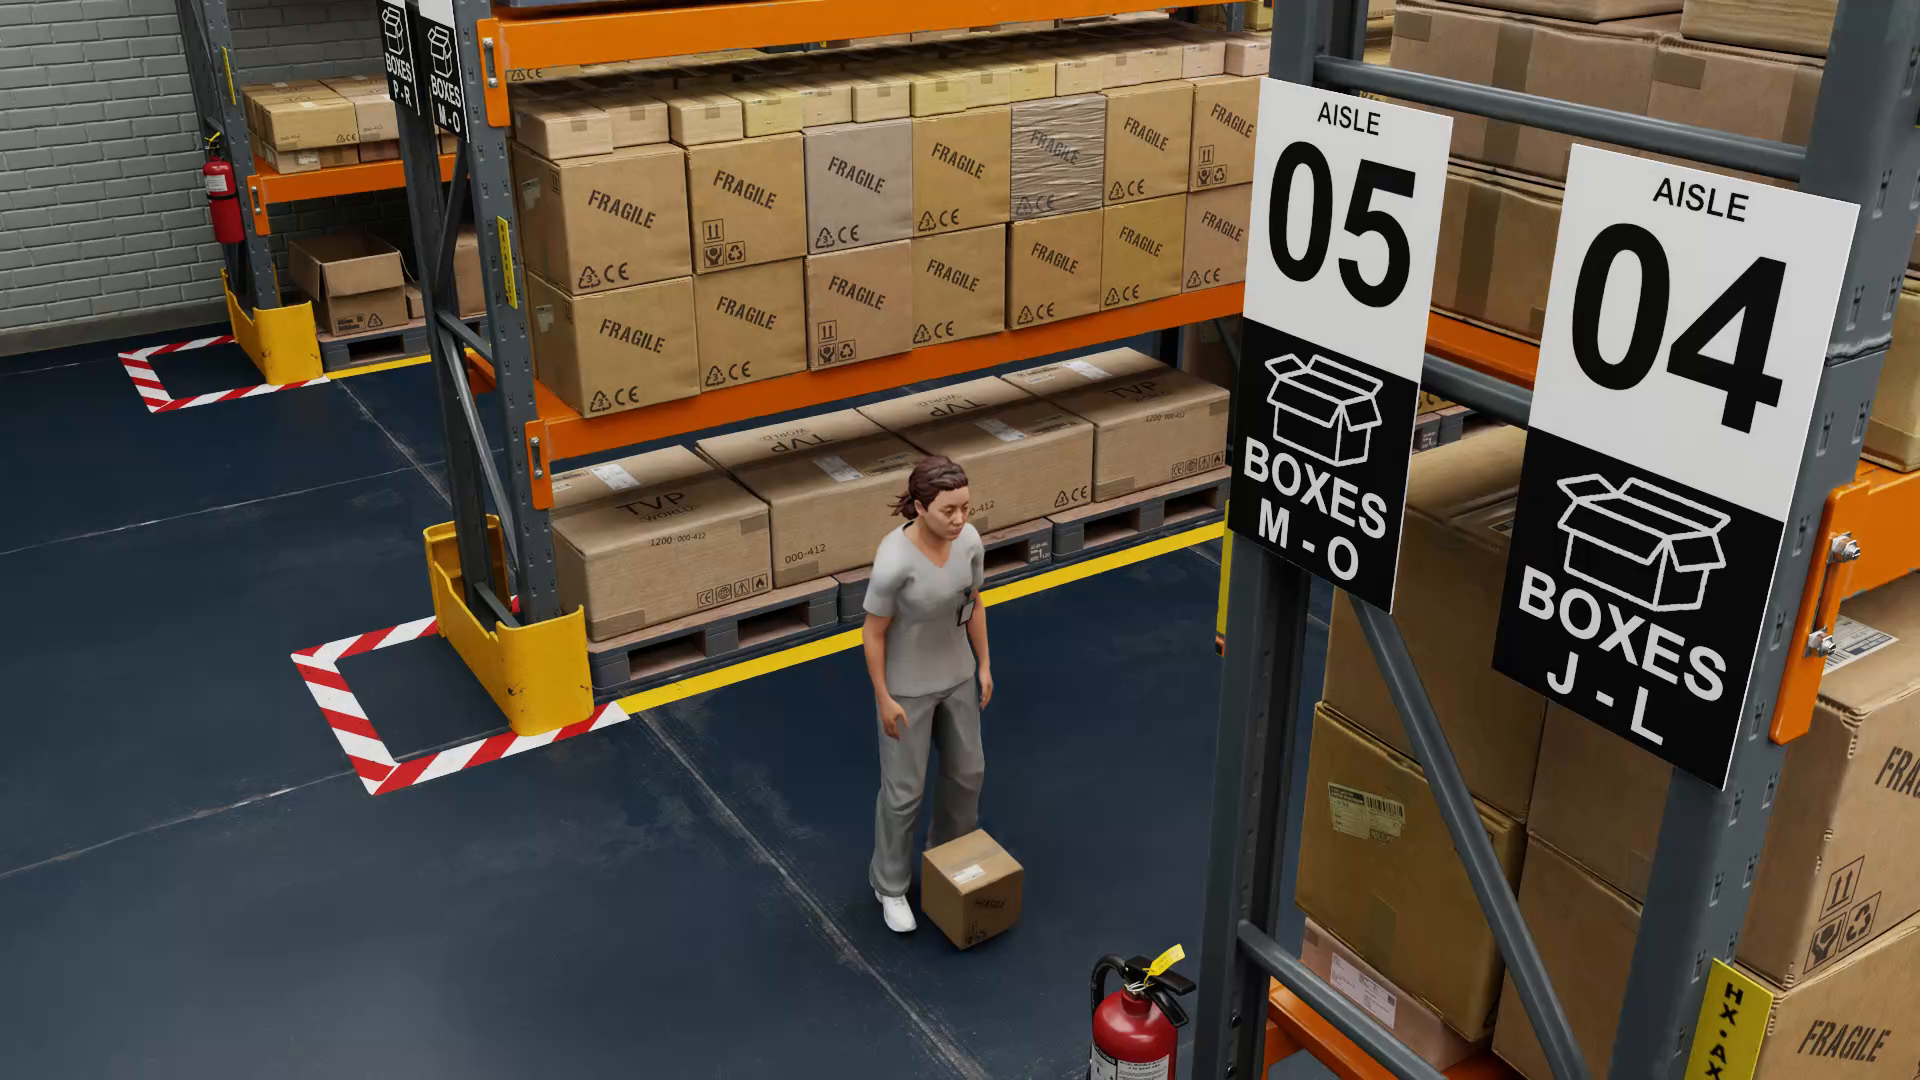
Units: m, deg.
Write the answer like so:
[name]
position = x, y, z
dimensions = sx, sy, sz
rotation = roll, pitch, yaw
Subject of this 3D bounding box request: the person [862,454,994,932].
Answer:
[person]
position = -0.099, 0.493, 5.563
dimensions = 0.485, 1.673, 0.367
rotation = -17, 30, -31
